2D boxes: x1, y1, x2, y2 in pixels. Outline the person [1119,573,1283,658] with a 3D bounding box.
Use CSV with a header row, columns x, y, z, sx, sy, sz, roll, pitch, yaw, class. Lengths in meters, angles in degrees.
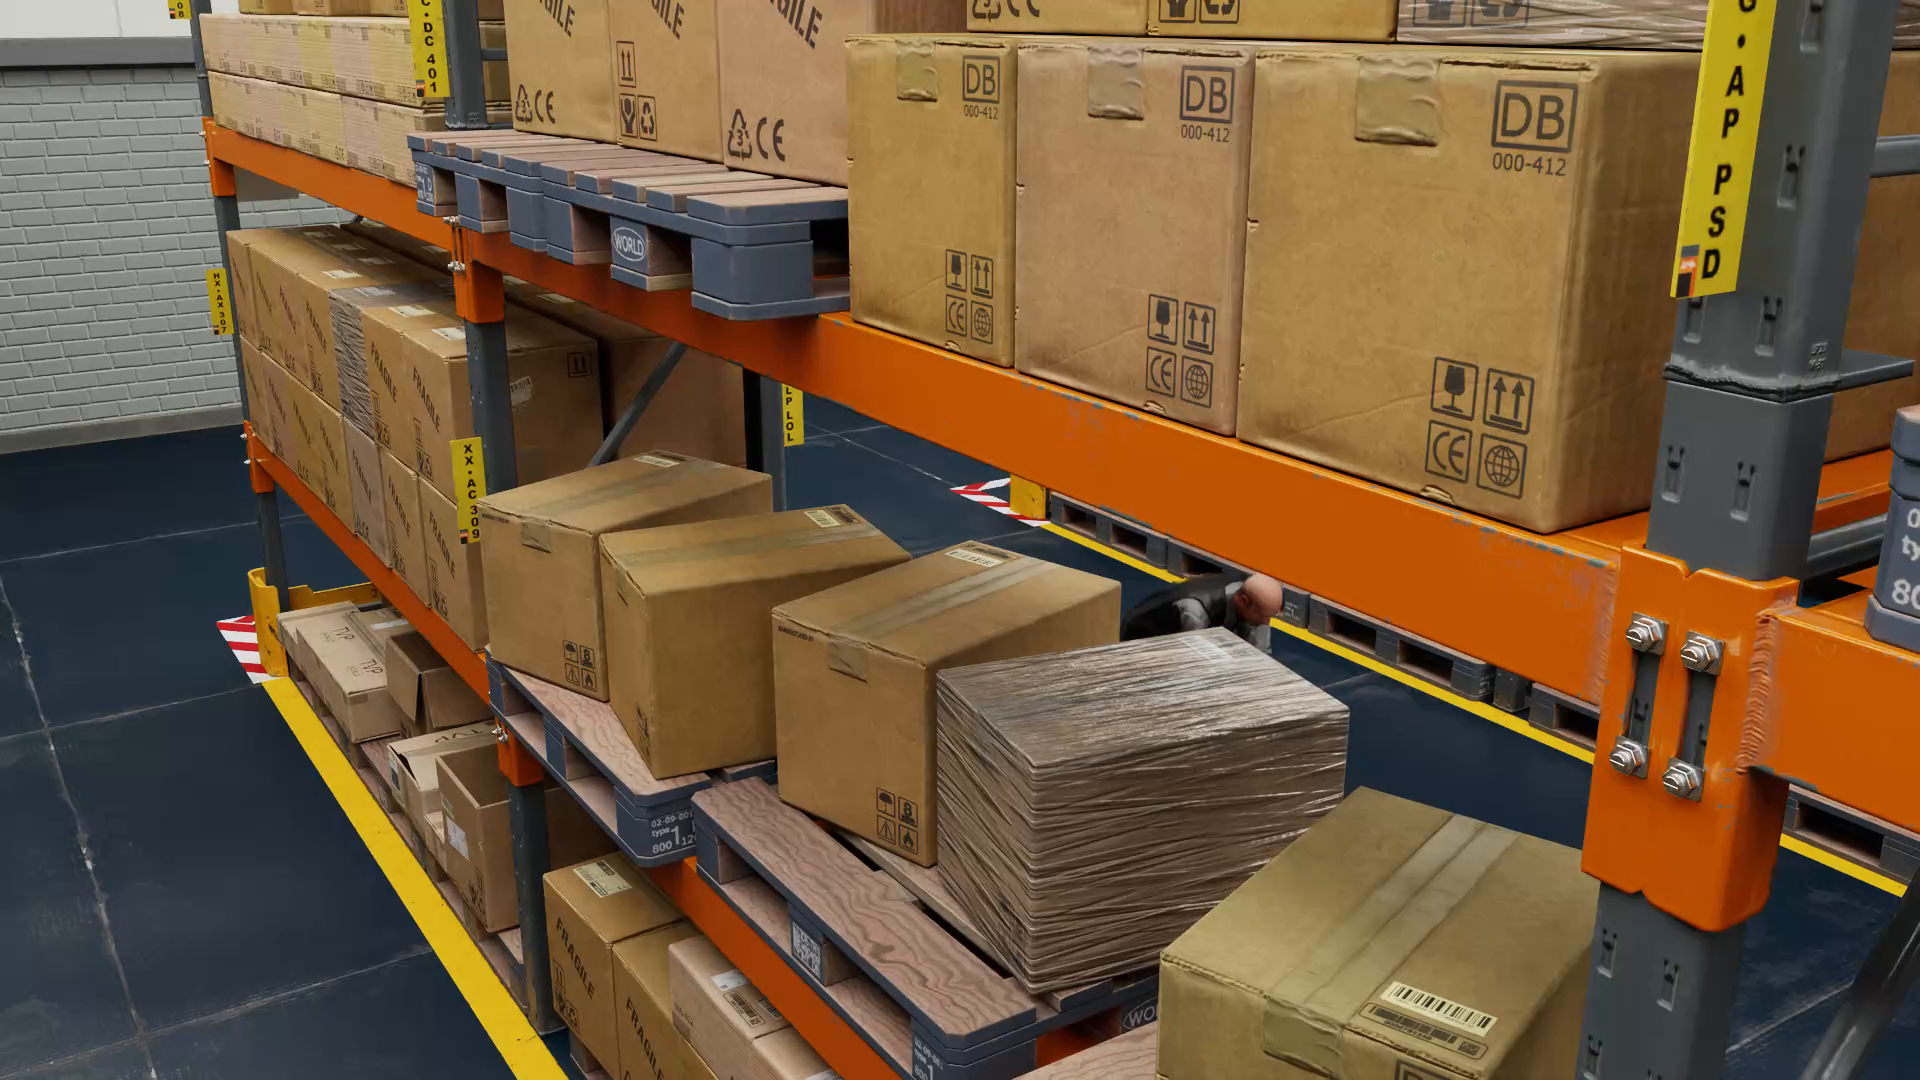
x,y,z,sx,sy,sz,roll,pitch,yaw,class
1.114,0.543,7.643,0.519,0.980,0.852,-12,21,-33,person
